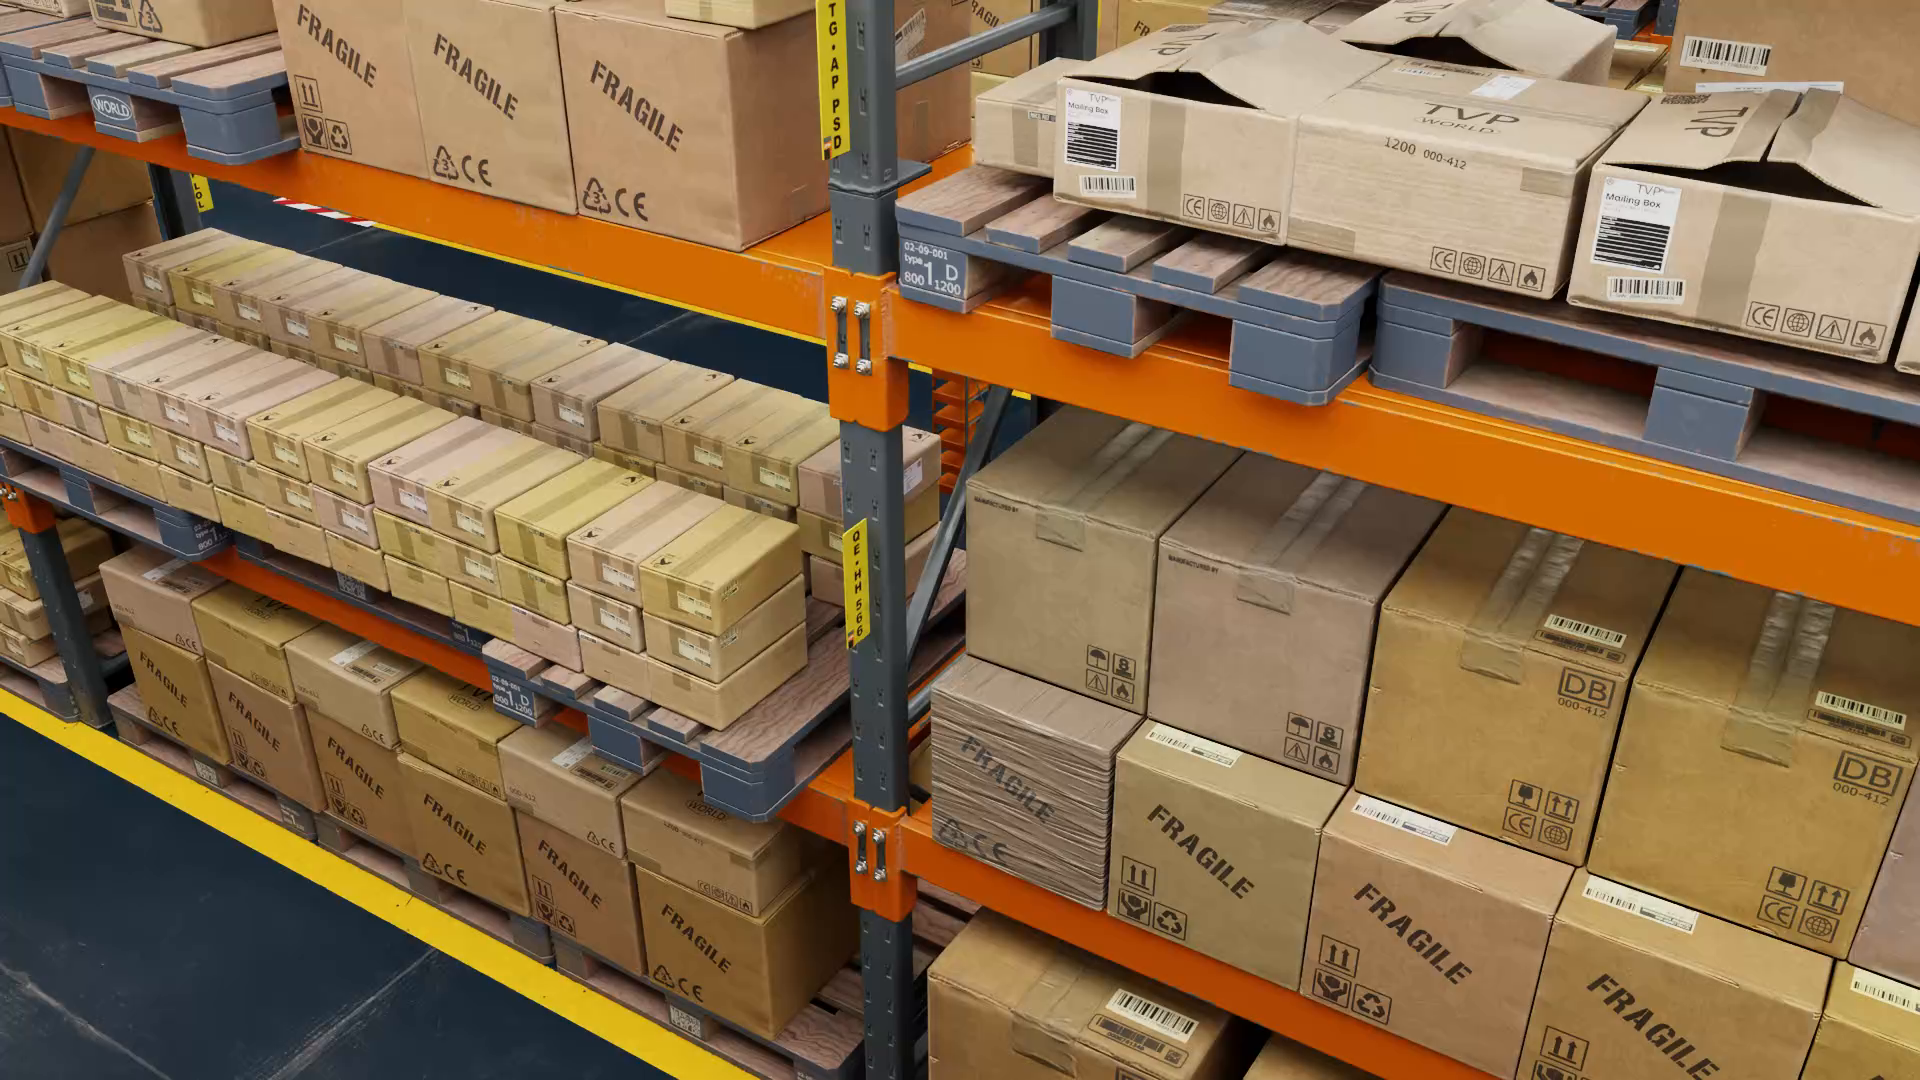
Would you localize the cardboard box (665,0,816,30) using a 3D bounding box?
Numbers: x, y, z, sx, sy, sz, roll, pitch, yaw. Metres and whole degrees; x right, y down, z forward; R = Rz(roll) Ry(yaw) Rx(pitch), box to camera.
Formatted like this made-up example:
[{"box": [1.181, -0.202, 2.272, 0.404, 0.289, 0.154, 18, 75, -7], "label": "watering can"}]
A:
[{"box": [-0.448, -1.328, 3.713, 0.258, 0.266, 0.396, 18, 35, 27], "label": "cardboard box"}]

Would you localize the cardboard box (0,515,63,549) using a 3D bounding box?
[{"box": [-4.033, 0.025, 7.052, 0.250, 0.149, 0.380, 18, 35, 28], "label": "cardboard box"}]

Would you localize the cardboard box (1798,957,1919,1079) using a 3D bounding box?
[{"box": [1.980, 1.071, 3.338, 0.500, 0.500, 0.500, 18, 35, 28], "label": "cardboard box"}]

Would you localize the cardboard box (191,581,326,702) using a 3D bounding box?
[{"box": [-2.418, 0.295, 6.088, 0.500, 0.250, 0.500, 19, 35, 29], "label": "cardboard box"}]

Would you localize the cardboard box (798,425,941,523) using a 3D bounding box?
[{"box": [-0.259, -0.198, 4.855, 0.250, 0.149, 0.380, 18, 35, 27], "label": "cardboard box"}]

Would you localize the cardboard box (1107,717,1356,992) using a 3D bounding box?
[{"box": [0.702, 0.667, 4.031, 0.500, 0.500, 0.500, 17, 34, 27], "label": "cardboard box"}]

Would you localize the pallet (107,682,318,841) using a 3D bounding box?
[{"box": [-2.695, 0.680, 6.874, 1.213, 0.211, 1.003, 18, 35, 27], "label": "pallet"}]

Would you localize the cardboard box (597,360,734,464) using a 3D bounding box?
[{"box": [-0.914, -0.407, 5.212, 0.250, 0.149, 0.380, 16, 34, 25], "label": "cardboard box"}]

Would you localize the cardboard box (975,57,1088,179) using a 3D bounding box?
[{"box": [0.230, -0.915, 3.598, 0.250, 0.149, 0.380, 16, 34, 25], "label": "cardboard box"}]

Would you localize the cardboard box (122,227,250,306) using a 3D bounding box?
[{"box": [-2.912, -1.038, 6.294, 0.250, 0.149, 0.380, 19, 35, 30], "label": "cardboard box"}]

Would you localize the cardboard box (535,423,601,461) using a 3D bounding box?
[{"box": [-1.153, -0.354, 5.417, 0.250, 0.149, 0.380, 18, 35, 27], "label": "cardboard box"}]

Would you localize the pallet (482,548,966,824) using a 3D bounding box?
[{"box": [-0.628, 0.277, 4.989, 1.003, 0.211, 1.213, 18, 35, 27], "label": "pallet"}]

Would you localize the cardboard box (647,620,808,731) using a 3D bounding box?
[{"box": [-0.630, 0.331, 4.539, 0.250, 0.149, 0.380, 18, 35, 28], "label": "cardboard box"}]

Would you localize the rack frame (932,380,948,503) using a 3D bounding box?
[{"box": [-0.065, -0.539, 7.983, 0.006, 1.200, 0.240, 18, 35, 27], "label": "rack frame"}]

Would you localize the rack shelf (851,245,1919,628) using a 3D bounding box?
[{"box": [1.727, -0.110, 3.198, 4.000, 0.370, 1.077, 18, 35, 27], "label": "rack shelf"}]

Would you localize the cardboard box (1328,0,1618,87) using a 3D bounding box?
[{"box": [1.077, -0.990, 3.567, 0.500, 0.311, 0.500, 18, 35, 27], "label": "cardboard box"}]

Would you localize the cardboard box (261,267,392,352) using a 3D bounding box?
[{"box": [-2.243, -0.826, 5.931, 0.250, 0.149, 0.380, 17, 35, 27], "label": "cardboard box"}]

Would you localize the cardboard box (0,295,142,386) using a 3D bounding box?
[{"box": [-3.027, -0.688, 5.695, 0.250, 0.149, 0.380, 19, 35, 29], "label": "cardboard box"}]

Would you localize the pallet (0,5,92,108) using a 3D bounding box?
[{"box": [-2.889, -1.736, 5.458, 1.003, 0.211, 1.213, 18, 35, 27], "label": "pallet"}]

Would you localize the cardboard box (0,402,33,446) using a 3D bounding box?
[{"box": [-3.266, -0.503, 5.968, 0.250, 0.149, 0.380, 16, 34, 25], "label": "cardboard box"}]

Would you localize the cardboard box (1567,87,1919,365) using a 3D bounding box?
[{"box": [1.388, -0.583, 2.868, 0.500, 0.311, 0.500, 17, 34, 26], "label": "cardboard box"}]

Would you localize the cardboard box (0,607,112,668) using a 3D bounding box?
[{"box": [-3.869, 0.358, 7.072, 0.250, 0.149, 0.380, 18, 35, 28], "label": "cardboard box"}]

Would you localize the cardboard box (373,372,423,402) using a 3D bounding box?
[{"box": [-1.795, -0.560, 5.770, 0.250, 0.149, 0.380, 18, 35, 28], "label": "cardboard box"}]

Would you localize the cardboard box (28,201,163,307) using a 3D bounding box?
[{"box": [-3.641, -1.144, 6.840, 0.500, 0.500, 0.500, 17, 34, 26], "label": "cardboard box"}]

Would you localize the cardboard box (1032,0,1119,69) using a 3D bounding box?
[{"box": [0.721, -2.711, 8.828, 0.500, 0.500, 0.500, 17, 34, 27], "label": "cardboard box"}]

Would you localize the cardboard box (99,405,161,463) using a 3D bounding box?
[{"box": [-2.606, -0.425, 5.539, 0.250, 0.149, 0.380, 16, 34, 25], "label": "cardboard box"}]

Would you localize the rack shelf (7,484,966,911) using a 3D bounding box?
[{"box": [-1.661, 0.114, 5.791, 4.000, 0.370, 1.077, 18, 35, 27], "label": "rack shelf"}]

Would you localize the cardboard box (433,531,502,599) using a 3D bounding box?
[{"box": [-1.291, -0.007, 4.823, 0.250, 0.149, 0.380, 18, 35, 27], "label": "cardboard box"}]

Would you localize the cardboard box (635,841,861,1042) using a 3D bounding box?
[{"box": [-0.664, 1.173, 5.326, 0.500, 0.500, 0.500, 17, 34, 27], "label": "cardboard box"}]

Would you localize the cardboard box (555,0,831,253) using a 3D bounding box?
[{"box": [-0.586, -1.044, 3.987, 0.500, 0.500, 0.500, 18, 35, 27], "label": "cardboard box"}]

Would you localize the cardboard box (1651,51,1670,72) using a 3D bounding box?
[{"box": [3.555, -2.016, 7.918, 0.500, 0.500, 0.500, 17, 34, 27], "label": "cardboard box"}]

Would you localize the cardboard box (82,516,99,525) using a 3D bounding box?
[{"box": [-3.739, -0.219, 7.470, 0.250, 0.149, 0.380, 19, 35, 30], "label": "cardboard box"}]

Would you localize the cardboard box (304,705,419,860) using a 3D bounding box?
[{"box": [-1.971, 0.753, 6.047, 0.500, 0.500, 0.500, 18, 35, 28], "label": "cardboard box"}]

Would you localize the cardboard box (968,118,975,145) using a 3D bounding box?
[{"box": [0.288, -2.294, 9.355, 0.500, 0.250, 0.500, 17, 34, 27], "label": "cardboard box"}]

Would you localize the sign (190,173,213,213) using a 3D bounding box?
[{"box": [-3.063, -1.470, 6.644, 0.005, 0.325, 0.100, 18, 35, 27], "label": "sign"}]

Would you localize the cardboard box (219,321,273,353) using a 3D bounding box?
[{"box": [-2.481, -0.773, 6.136, 0.250, 0.149, 0.380, 19, 35, 29], "label": "cardboard box"}]

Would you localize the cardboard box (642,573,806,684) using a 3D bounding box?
[{"box": [-0.628, 0.200, 4.468, 0.250, 0.149, 0.380, 18, 35, 28], "label": "cardboard box"}]

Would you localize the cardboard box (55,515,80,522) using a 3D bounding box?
[{"box": [-3.980, -0.124, 7.602, 0.250, 0.149, 0.380, 17, 34, 27], "label": "cardboard box"}]

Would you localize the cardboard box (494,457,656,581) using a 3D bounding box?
[{"box": [-1.060, -0.064, 4.626, 0.250, 0.149, 0.380, 19, 35, 29], "label": "cardboard box"}]

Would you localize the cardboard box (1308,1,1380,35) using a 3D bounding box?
[{"box": [2.002, -2.302, 8.128, 0.500, 0.500, 0.500, 17, 34, 26], "label": "cardboard box"}]

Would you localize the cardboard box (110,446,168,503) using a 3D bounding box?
[{"box": [-2.606, -0.295, 5.612, 0.250, 0.149, 0.380, 18, 35, 28], "label": "cardboard box"}]

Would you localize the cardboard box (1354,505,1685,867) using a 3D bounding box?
[{"box": [1.272, 0.260, 3.736, 0.500, 0.500, 0.700, 17, 34, 27], "label": "cardboard box"}]

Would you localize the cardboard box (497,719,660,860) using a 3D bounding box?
[{"box": [-1.120, 0.712, 5.373, 0.500, 0.250, 0.500, 18, 35, 28], "label": "cardboard box"}]

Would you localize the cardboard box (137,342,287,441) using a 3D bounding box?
[{"box": [-2.384, -0.482, 5.342, 0.250, 0.149, 0.380, 17, 34, 27], "label": "cardboard box"}]

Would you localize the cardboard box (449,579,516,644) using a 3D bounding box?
[{"box": [-1.266, 0.126, 4.889, 0.250, 0.149, 0.380, 17, 34, 27], "label": "cardboard box"}]

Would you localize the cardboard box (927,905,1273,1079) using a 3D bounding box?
[{"box": [0.501, 1.331, 4.807, 0.750, 0.750, 1.050, 17, 34, 27], "label": "cardboard box"}]

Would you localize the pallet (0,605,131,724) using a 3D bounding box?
[{"box": [-3.943, 0.307, 7.513, 1.213, 0.211, 1.003, 18, 35, 27], "label": "pallet"}]

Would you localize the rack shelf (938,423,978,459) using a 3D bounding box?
[{"box": [0.012, -0.476, 7.963, 0.180, 0.103, 0.258, 18, 35, 27], "label": "rack shelf"}]

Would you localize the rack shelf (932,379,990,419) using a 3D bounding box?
[{"box": [0.012, -0.683, 7.842, 0.180, 0.103, 0.258, 18, 35, 27], "label": "rack shelf"}]

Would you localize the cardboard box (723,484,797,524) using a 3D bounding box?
[{"box": [-0.501, -0.149, 5.066, 0.250, 0.149, 0.380, 19, 35, 30], "label": "cardboard box"}]

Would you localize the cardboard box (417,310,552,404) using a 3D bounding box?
[{"box": [-1.579, -0.617, 5.573, 0.250, 0.149, 0.380, 17, 34, 27], "label": "cardboard box"}]

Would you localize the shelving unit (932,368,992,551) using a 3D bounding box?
[{"box": [0.012, -0.514, 7.941, 0.189, 1.200, 0.258, 18, 35, 27], "label": "shelving unit"}]

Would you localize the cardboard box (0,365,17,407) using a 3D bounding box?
[{"box": [-3.266, -0.632, 5.893, 0.250, 0.149, 0.380, 18, 35, 28], "label": "cardboard box"}]

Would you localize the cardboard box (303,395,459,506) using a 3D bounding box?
[{"box": [-1.720, -0.273, 4.984, 0.250, 0.149, 0.380, 19, 35, 30], "label": "cardboard box"}]

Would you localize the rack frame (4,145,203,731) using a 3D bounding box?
[{"box": [-3.355, -0.732, 6.528, 0.127, 3.000, 1.000, 18, 35, 27], "label": "rack frame"}]

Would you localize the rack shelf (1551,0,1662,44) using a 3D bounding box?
[{"box": [3.520, -4.145, 13.092, 4.000, 0.370, 1.077, 18, 35, 27], "label": "rack shelf"}]

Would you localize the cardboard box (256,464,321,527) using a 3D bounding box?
[{"box": [-1.940, -0.214, 5.177, 0.250, 0.149, 0.380, 17, 34, 26], "label": "cardboard box"}]

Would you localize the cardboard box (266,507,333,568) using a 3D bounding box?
[{"box": [-1.946, -0.087, 5.255, 0.250, 0.149, 0.380, 16, 34, 25], "label": "cardboard box"}]

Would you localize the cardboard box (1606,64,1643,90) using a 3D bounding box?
[{"box": [2.837, -1.934, 7.777, 0.500, 0.500, 0.500, 17, 34, 26], "label": "cardboard box"}]
